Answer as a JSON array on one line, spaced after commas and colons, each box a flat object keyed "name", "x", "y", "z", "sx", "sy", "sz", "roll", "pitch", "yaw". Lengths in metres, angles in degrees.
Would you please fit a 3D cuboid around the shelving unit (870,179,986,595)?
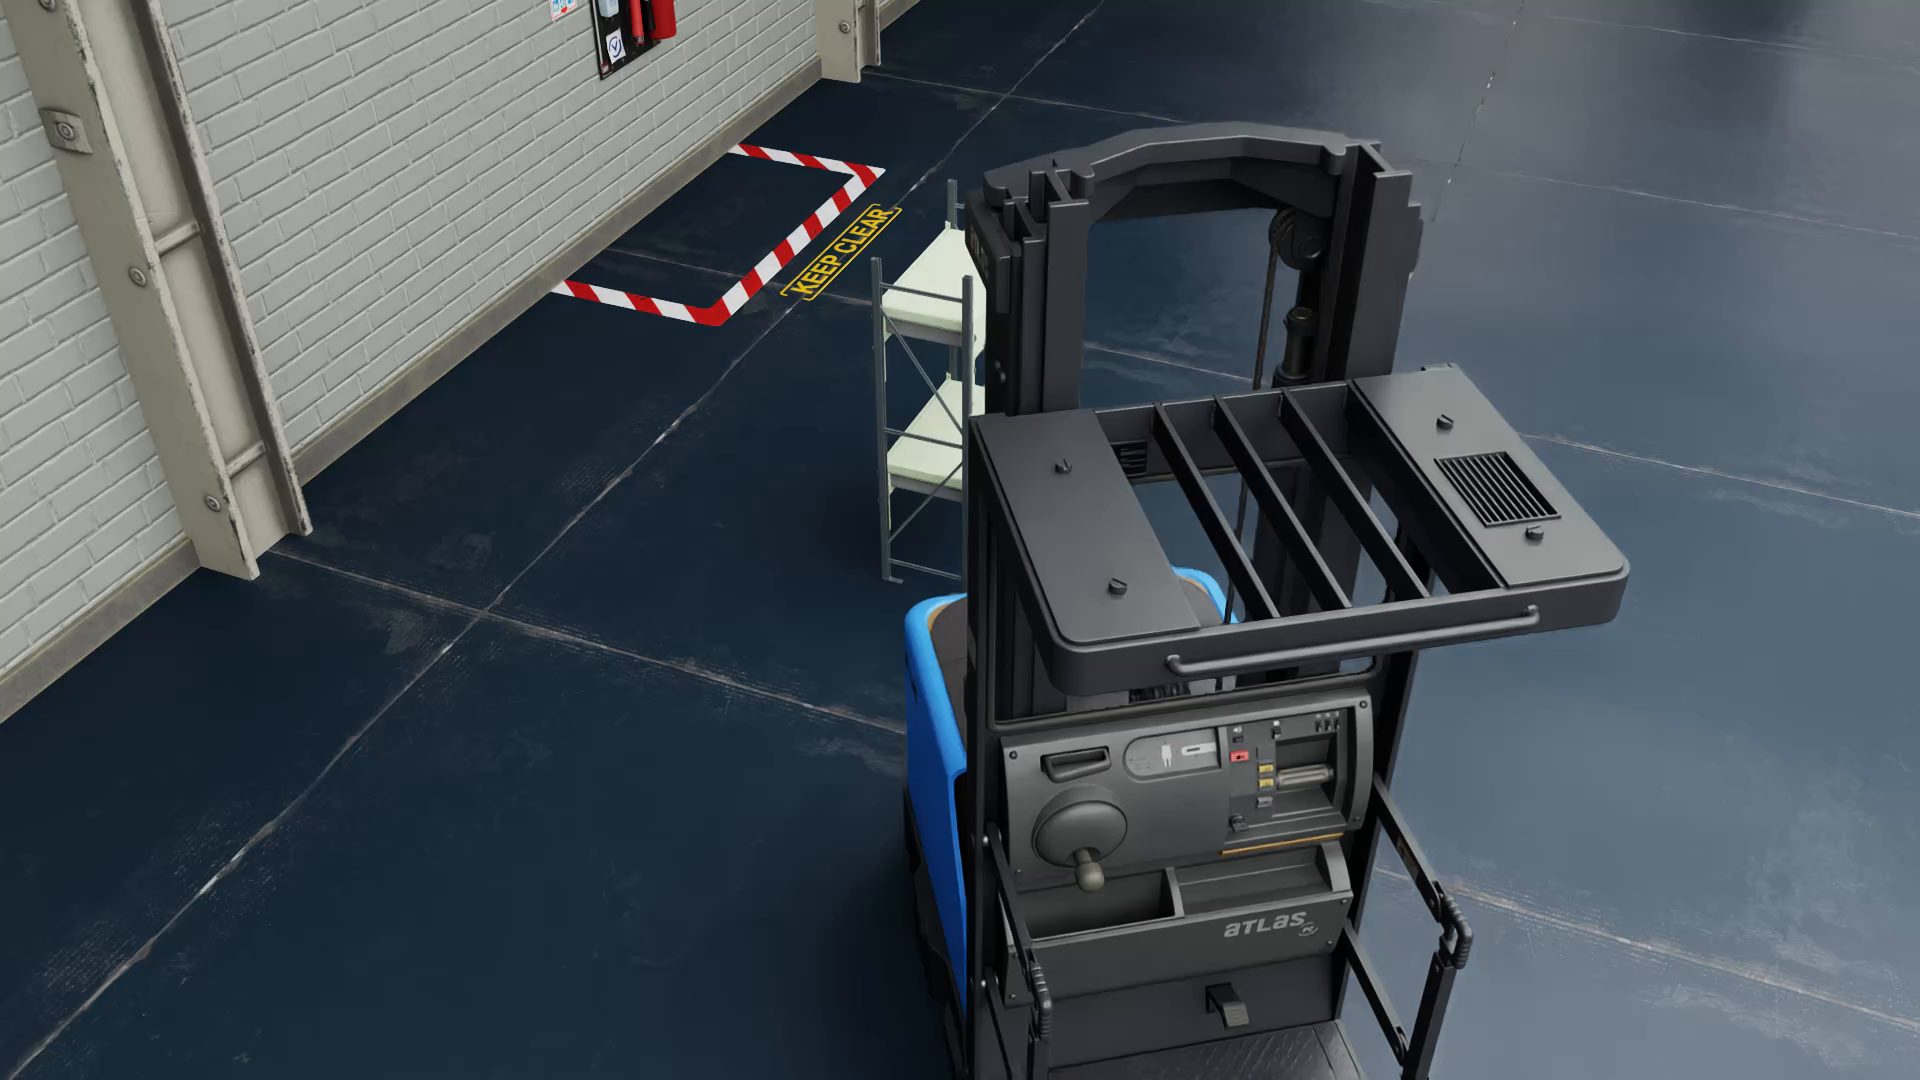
[{"name": "shelving unit", "x": -0.003, "y": -0.597, "z": 6.796, "sx": 0.431, "sy": 1.500, "sz": 0.755, "roll": 14, "pitch": 39, "yaw": 18}]

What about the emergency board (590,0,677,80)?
[{"name": "emergency board", "x": -1.750, "y": -3.136, "z": 8.940, "sx": 0.194, "sy": 1.169, "sz": 0.643, "roll": 14, "pitch": 39, "yaw": 18}]

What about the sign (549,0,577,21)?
[{"name": "sign", "x": -2.056, "y": -2.868, "z": 8.552, "sx": 0.001, "sy": 0.329, "sz": 0.234, "roll": 14, "pitch": 39, "yaw": 18}]

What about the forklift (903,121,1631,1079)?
[{"name": "forklift", "x": 0.608, "y": 0.680, "z": 3.892, "sx": 1.130, "sy": 2.935, "sz": 3.031, "roll": -7, "pitch": 37, "yaw": -9}]

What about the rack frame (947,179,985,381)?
[{"name": "rack frame", "x": 0.137, "y": -0.800, "z": 7.067, "sx": 0.400, "sy": 1.500, "sz": 0.023, "roll": 14, "pitch": 39, "yaw": 18}]

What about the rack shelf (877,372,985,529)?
[{"name": "rack shelf", "x": -0.003, "y": -0.336, "z": 6.991, "sx": 0.431, "sy": 0.370, "sz": 0.720, "roll": 14, "pitch": 39, "yaw": 18}]

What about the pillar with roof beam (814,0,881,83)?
[{"name": "pillar with roof beam", "x": 3.207, "y": -5.918, "z": 7.651, "sx": 9.100, "sy": 9.000, "sz": 0.400, "roll": 14, "pitch": 39, "yaw": 18}]

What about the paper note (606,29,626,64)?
[{"name": "paper note", "x": -1.881, "y": -2.701, "z": 9.094, "sx": 0.016, "sy": 0.148, "sz": 0.142, "roll": 14, "pitch": 39, "yaw": 18}]

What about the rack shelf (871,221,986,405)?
[{"name": "rack shelf", "x": -0.003, "y": -0.910, "z": 6.562, "sx": 0.431, "sy": 0.370, "sz": 0.720, "roll": 14, "pitch": 39, "yaw": 18}]

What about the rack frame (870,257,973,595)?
[{"name": "rack frame", "x": -0.142, "y": -0.394, "z": 6.525, "sx": 0.400, "sy": 1.500, "sz": 0.023, "roll": 14, "pitch": 39, "yaw": 18}]

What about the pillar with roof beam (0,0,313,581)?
[{"name": "pillar with roof beam", "x": 0.924, "y": -2.596, "z": 3.207, "sx": 9.100, "sy": 9.000, "sz": 0.400, "roll": 14, "pitch": 39, "yaw": 18}]
